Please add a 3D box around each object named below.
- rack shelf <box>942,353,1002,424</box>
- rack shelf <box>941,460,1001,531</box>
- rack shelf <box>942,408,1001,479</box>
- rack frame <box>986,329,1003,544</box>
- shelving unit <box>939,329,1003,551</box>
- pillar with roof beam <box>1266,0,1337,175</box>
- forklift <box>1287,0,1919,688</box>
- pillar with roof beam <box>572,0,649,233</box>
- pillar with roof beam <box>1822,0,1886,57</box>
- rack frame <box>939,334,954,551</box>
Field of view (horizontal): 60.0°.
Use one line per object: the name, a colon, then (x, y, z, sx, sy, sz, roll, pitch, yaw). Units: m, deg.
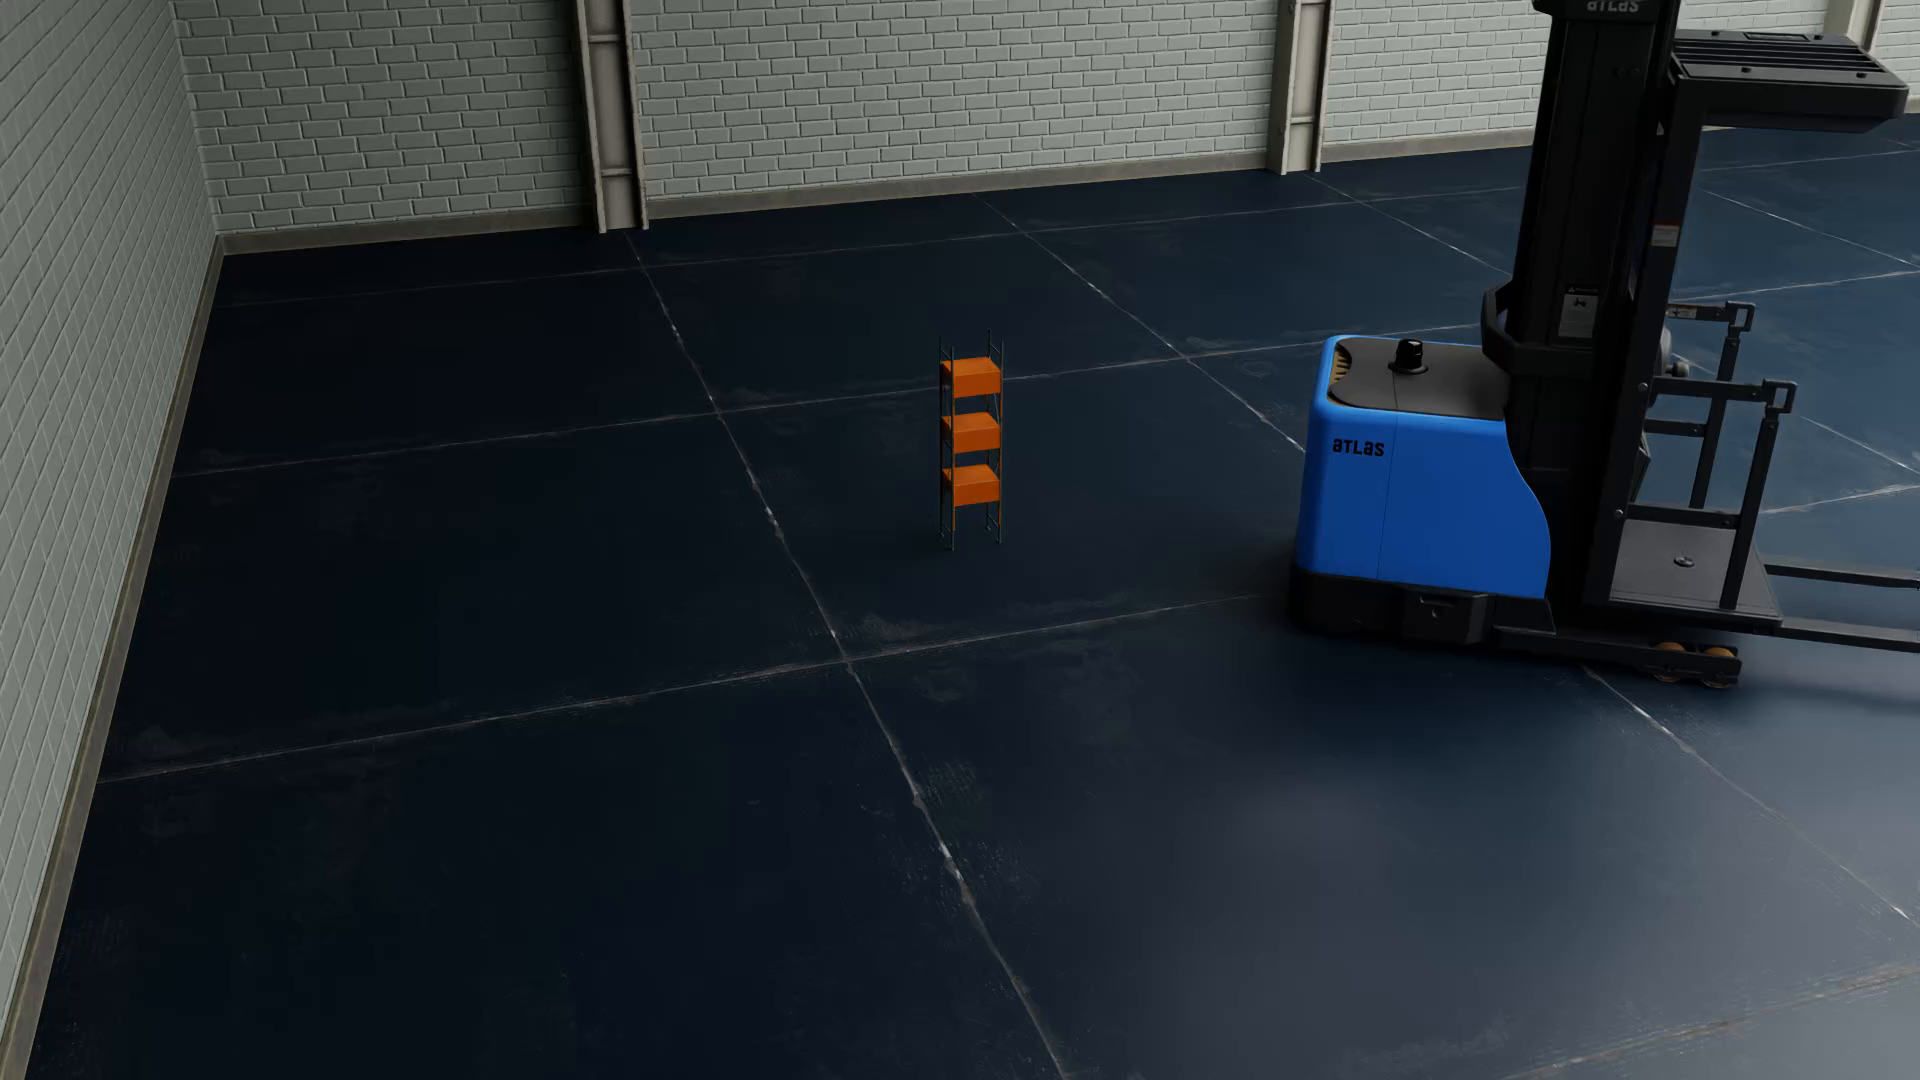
rack shelf: (0.051, -0.722, 7.910, 0.240, 0.259, 0.215, -8, 28, -16)
rack shelf: (0.051, -0.219, 8.160, 0.240, 0.259, 0.215, -8, 28, -16)
rack shelf: (0.051, -0.468, 8.036, 0.240, 0.259, 0.215, -8, 28, -16)
rack frame: (0.167, -0.494, 8.065, 0.008, 1.050, 0.200, -8, 28, -16)
shelving unit: (0.051, -0.478, 8.031, 0.252, 1.050, 0.215, -8, 28, -16)
pillar with roof beam: (4.328, -5.551, 9.312, 0.400, 9.000, 9.100, -8, 28, -16)
forklift: (3.041, -0.952, 6.872, 3.031, 2.935, 1.130, 7, 27, 13)
pillar with roof beam: (-1.377, -4.725, 7.648, 0.400, 9.000, 9.100, -8, 28, -16)
pillar with roof beam: (10.033, -6.378, 10.977, 0.400, 9.000, 9.100, -8, 28, -16)
rack frame: (-0.065, -0.461, 7.998, 0.008, 1.050, 0.200, -8, 28, -16)
